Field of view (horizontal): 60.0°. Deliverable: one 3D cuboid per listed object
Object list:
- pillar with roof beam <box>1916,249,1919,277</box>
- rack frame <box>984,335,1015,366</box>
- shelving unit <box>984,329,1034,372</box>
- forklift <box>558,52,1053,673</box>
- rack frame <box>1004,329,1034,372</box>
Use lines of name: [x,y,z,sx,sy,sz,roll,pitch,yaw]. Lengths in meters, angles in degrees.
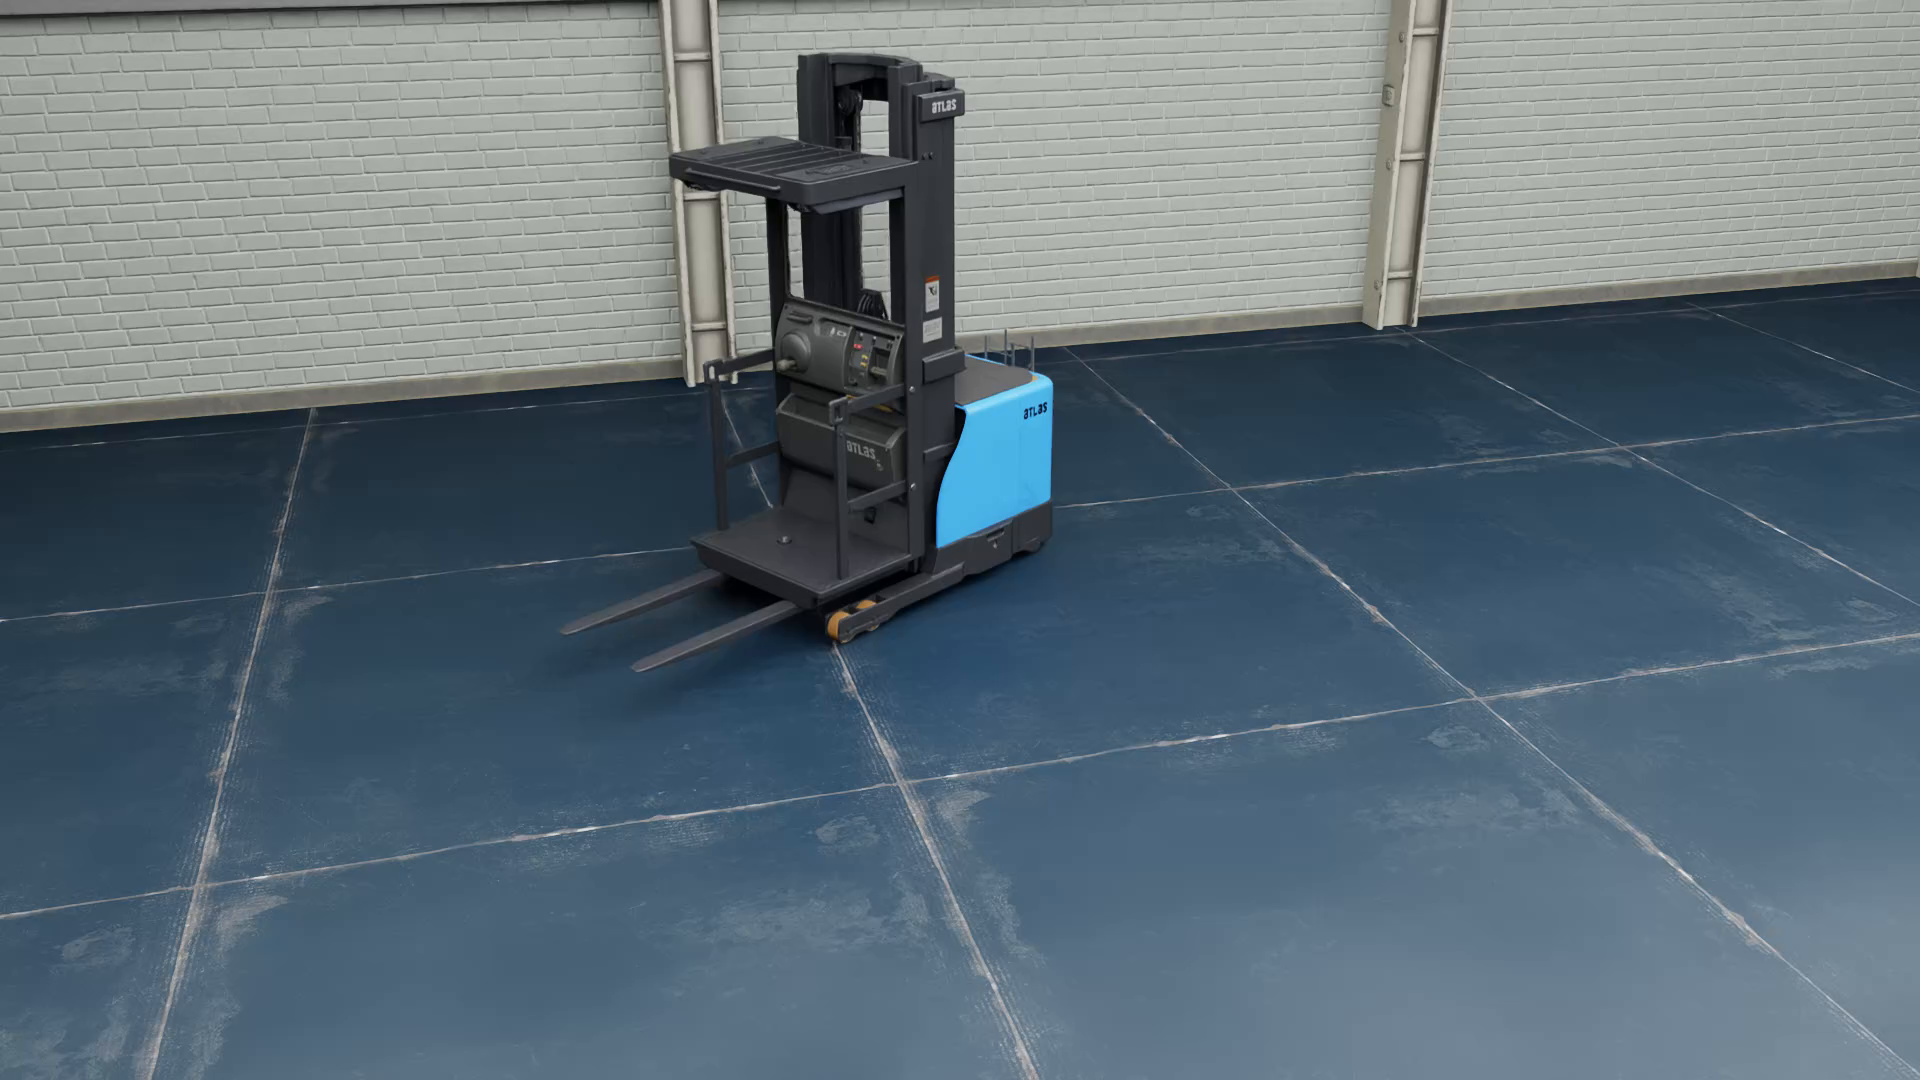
pillar with roof beam: [10.733,-5.057,10.624,0.400,9.000,9.100,-6,24,-14]
rack frame: [0.237,-0.662,10.272,0.240,1.200,0.006,20,30,39]
shelving unit: [0.299,-0.689,10.334,0.258,1.200,0.189,20,30,39]
forklift: [-0.807,-1.021,8.911,1.130,2.935,3.031,20,30,39]
rack frame: [0.361,-0.715,10.396,0.240,1.200,0.006,20,30,39]
